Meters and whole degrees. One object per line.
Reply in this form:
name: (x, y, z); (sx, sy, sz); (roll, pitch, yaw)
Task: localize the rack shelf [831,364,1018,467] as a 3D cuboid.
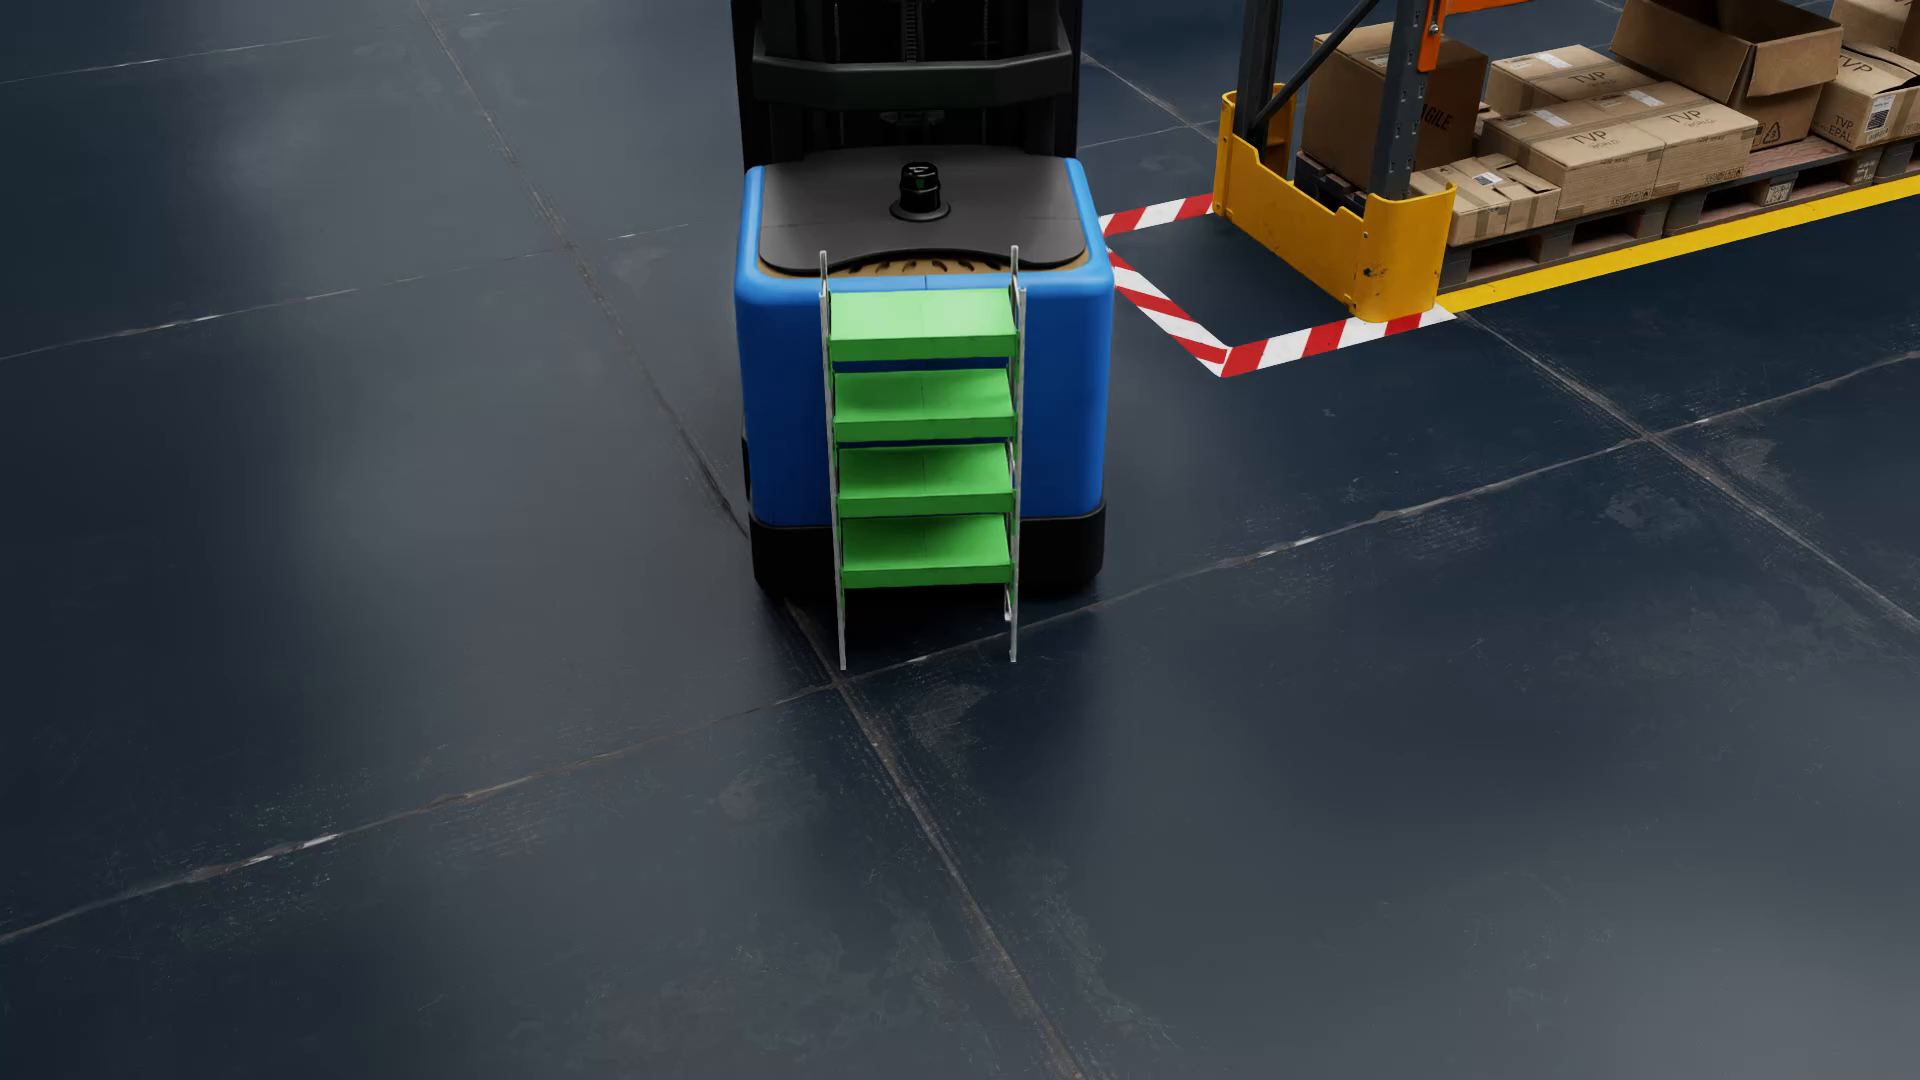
rack shelf: (-0.097, -0.331, 4.393); (0.480, 0.148, 0.258); (-2, 37, -3)

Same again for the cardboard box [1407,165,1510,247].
cardboard box: (1.925, -1.314, 6.527); (0.250, 0.149, 0.380); (-16, 39, -20)

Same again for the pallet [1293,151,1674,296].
pallet: (2.190, -1.463, 7.045); (1.213, 0.211, 1.003); (-16, 39, -20)

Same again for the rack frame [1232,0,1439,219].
rack frame: (1.400, -2.361, 5.916); (0.127, 3.000, 1.000); (-16, 39, -20)

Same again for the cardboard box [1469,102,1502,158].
cardboard box: (2.192, -1.725, 7.066); (0.250, 0.166, 0.380); (-16, 39, -20)

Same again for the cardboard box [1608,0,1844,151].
cardboard box: (3.322, -2.070, 7.249); (0.637, 0.503, 0.797); (-16, 39, -20)

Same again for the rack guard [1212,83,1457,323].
rack guard: (1.468, -1.377, 6.686); (0.348, 0.500, 1.175); (-16, 39, -20)

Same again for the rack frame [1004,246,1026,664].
rack frame: (0.146, -0.198, 4.510); (0.015, 1.200, 0.240); (-2, 37, -3)

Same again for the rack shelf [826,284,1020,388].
rack shelf: (-0.097, -0.523, 4.249); (0.480, 0.148, 0.258); (-2, 37, -3)

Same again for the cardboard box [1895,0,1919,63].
cardboard box: (4.625, -2.249, 7.494); (0.500, 0.500, 0.500); (-16, 39, -20)

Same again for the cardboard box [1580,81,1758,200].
cardboard box: (2.918, -1.671, 6.924); (0.500, 0.250, 0.500); (-16, 39, -20)

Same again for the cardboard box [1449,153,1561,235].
cardboard box: (2.151, -1.384, 6.607); (0.250, 0.166, 0.380); (-16, 39, -20)

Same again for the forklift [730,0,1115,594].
forklift: (-0.180, -1.874, 5.316); (1.130, 2.935, 3.031); (-2, 37, -3)

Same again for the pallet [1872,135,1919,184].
pallet: (4.398, -2.080, 7.878); (1.213, 0.211, 1.003); (-16, 39, -20)

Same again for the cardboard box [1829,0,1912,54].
cardboard box: (4.549, -2.481, 7.965); (0.500, 0.311, 0.500); (-16, 39, -20)

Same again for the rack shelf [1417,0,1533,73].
rack shelf: (3.210, -2.579, 6.813); (4.000, 0.370, 1.077); (-16, 39, -20)

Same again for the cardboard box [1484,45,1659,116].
cardboard box: (2.660, -1.928, 7.271); (0.500, 0.250, 0.500); (-16, 39, -20)

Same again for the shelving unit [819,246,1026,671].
shelving unit: (-0.097, -0.189, 4.498); (0.503, 1.200, 0.258); (-2, 37, -3)

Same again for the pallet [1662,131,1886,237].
pallet: (3.292, -1.769, 7.458); (1.213, 0.211, 1.003); (-16, 39, -20)

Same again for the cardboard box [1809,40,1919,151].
cardboard box: (3.946, -1.984, 7.294); (0.500, 0.311, 0.500); (-16, 39, -20)

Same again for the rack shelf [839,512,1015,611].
rack shelf: (-0.097, 0.055, 4.679); (0.480, 0.148, 0.258); (-2, 37, -3)

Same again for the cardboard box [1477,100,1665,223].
cardboard box: (2.465, -1.545, 6.754); (0.500, 0.250, 0.500); (-16, 39, -20)

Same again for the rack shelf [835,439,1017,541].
rack shelf: (-0.097, -0.138, 4.536); (0.480, 0.148, 0.258); (-2, 37, -3)

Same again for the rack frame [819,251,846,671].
rack frame: (-0.341, -0.180, 4.486); (0.015, 1.200, 0.240); (-2, 37, -3)

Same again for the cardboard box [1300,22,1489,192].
cardboard box: (1.787, -1.805, 6.894); (0.500, 0.500, 0.500); (-16, 39, -20)
